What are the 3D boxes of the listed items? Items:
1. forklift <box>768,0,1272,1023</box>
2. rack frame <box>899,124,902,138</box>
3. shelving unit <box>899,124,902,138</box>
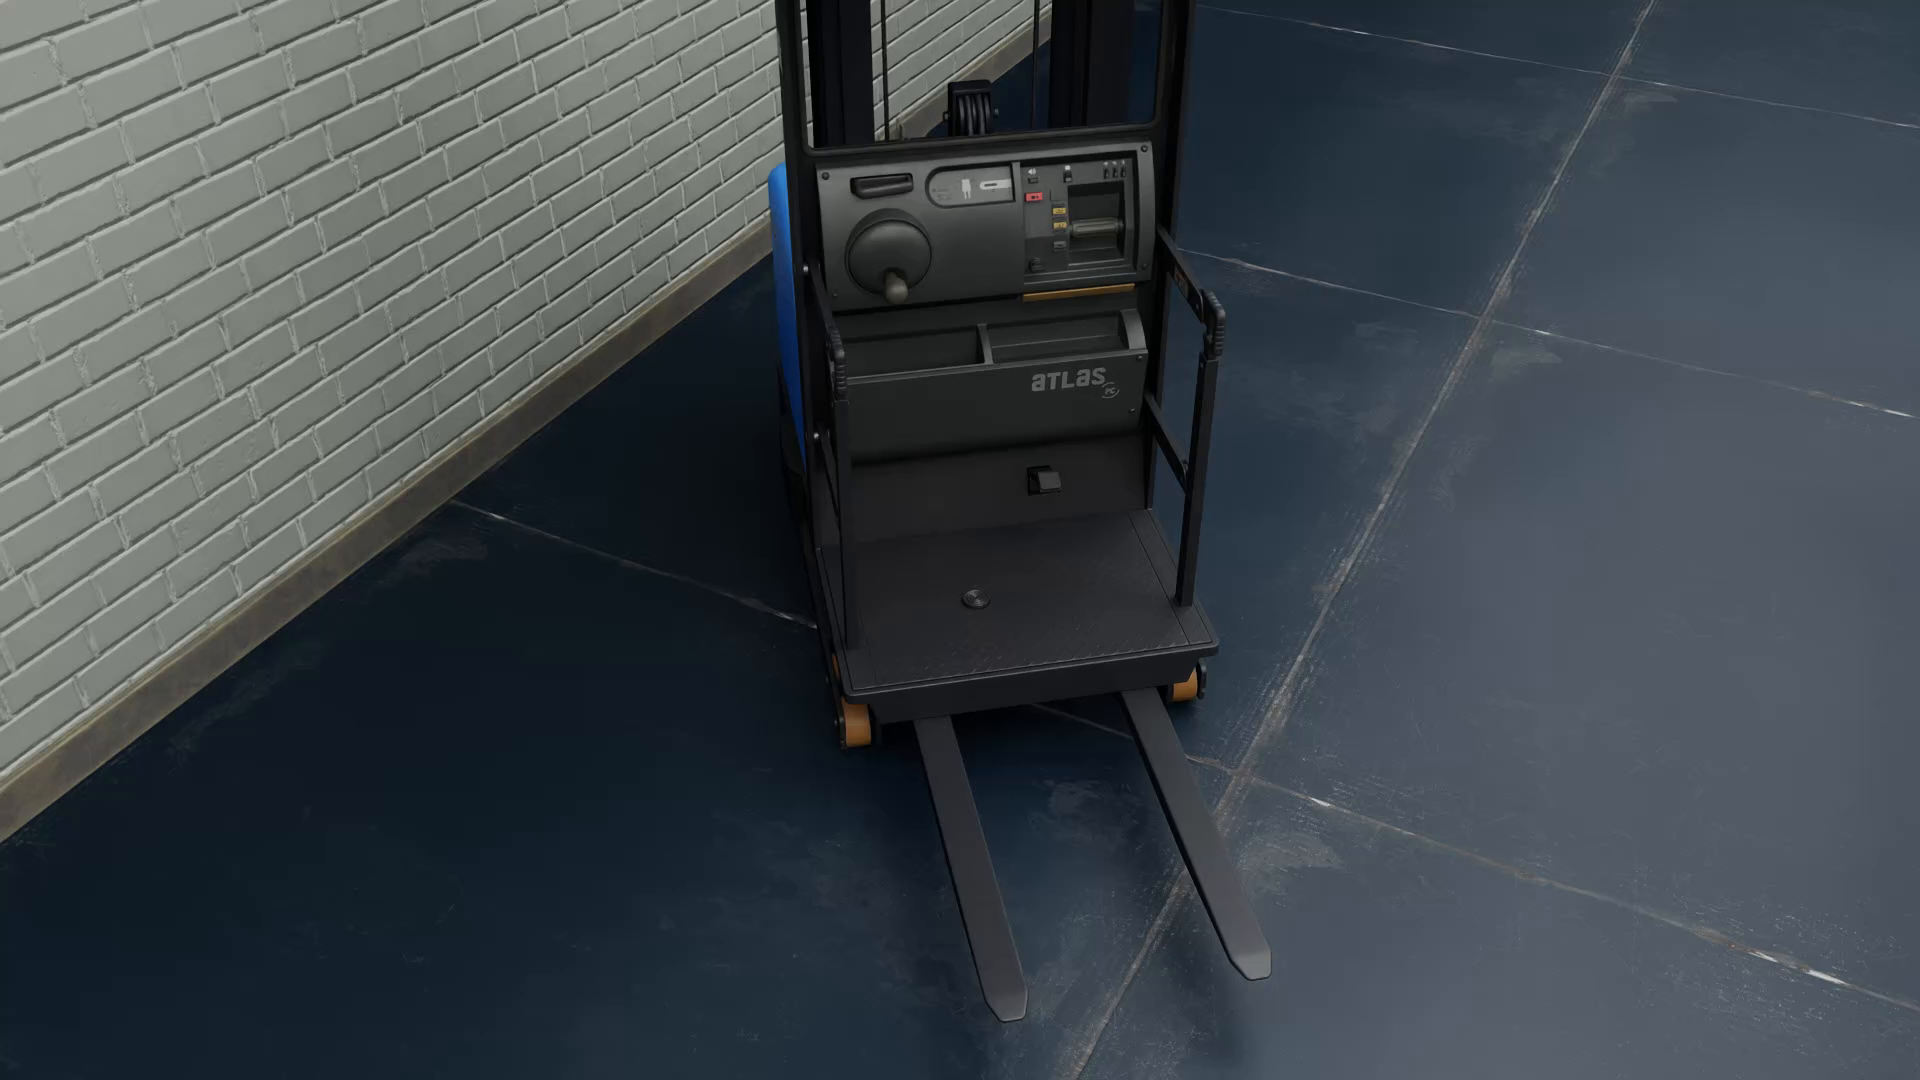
[{"bbox_3d":[0.123,-0.798,4.377,1.130,2.935,3.031,-7,38,-9],"label":"forklift"},{"bbox_3d":[-0.195,-1.022,6.228,0.008,1.050,0.200,-7,38,-10],"label":"rack frame"},{"bbox_3d":[-0.314,-1.007,6.208,0.252,1.050,0.215,-7,38,-10],"label":"shelving unit"}]
